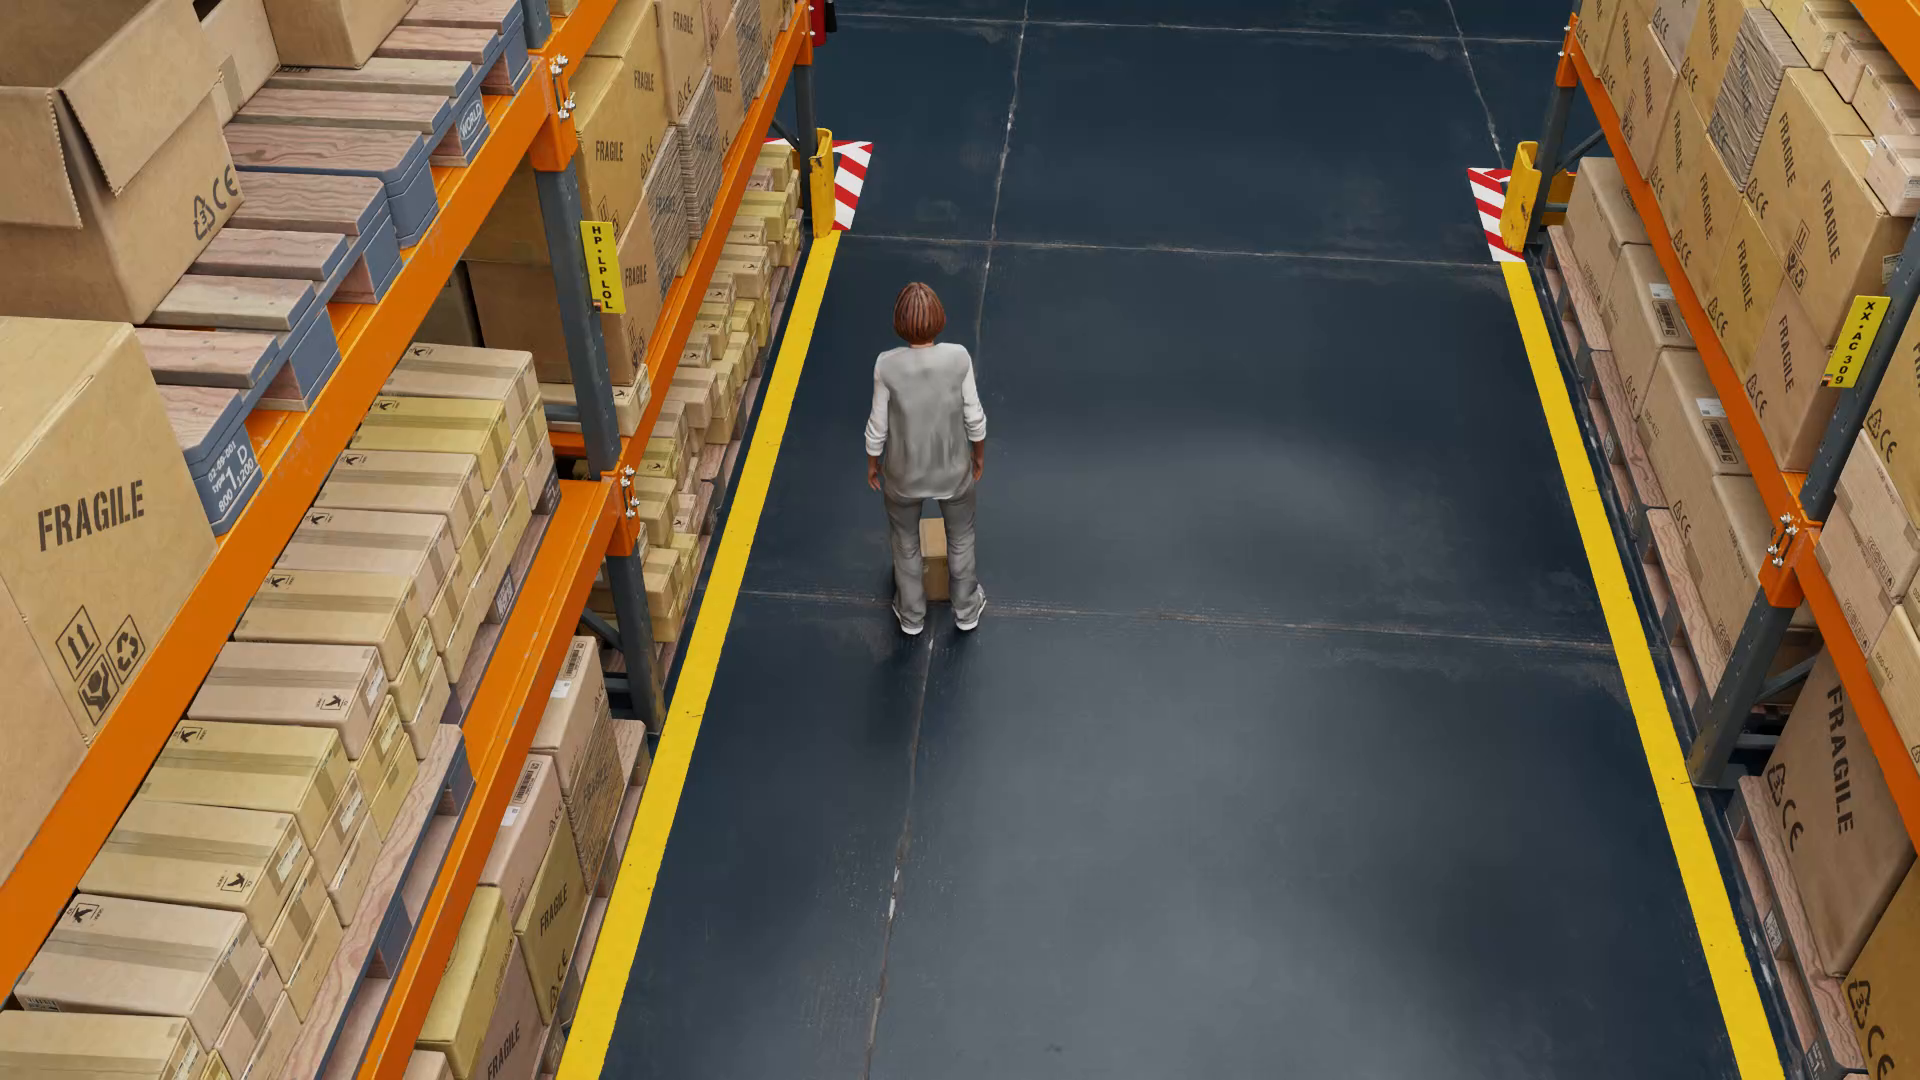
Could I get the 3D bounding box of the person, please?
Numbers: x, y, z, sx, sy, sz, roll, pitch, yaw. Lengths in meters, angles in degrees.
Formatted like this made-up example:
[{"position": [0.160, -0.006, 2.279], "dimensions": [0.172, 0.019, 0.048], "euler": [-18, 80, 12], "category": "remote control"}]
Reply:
[{"position": [-0.123, -0.273, 6.482], "dimensions": [0.484, 1.594, 0.341], "euler": [-4, 41, -5], "category": "person"}]
